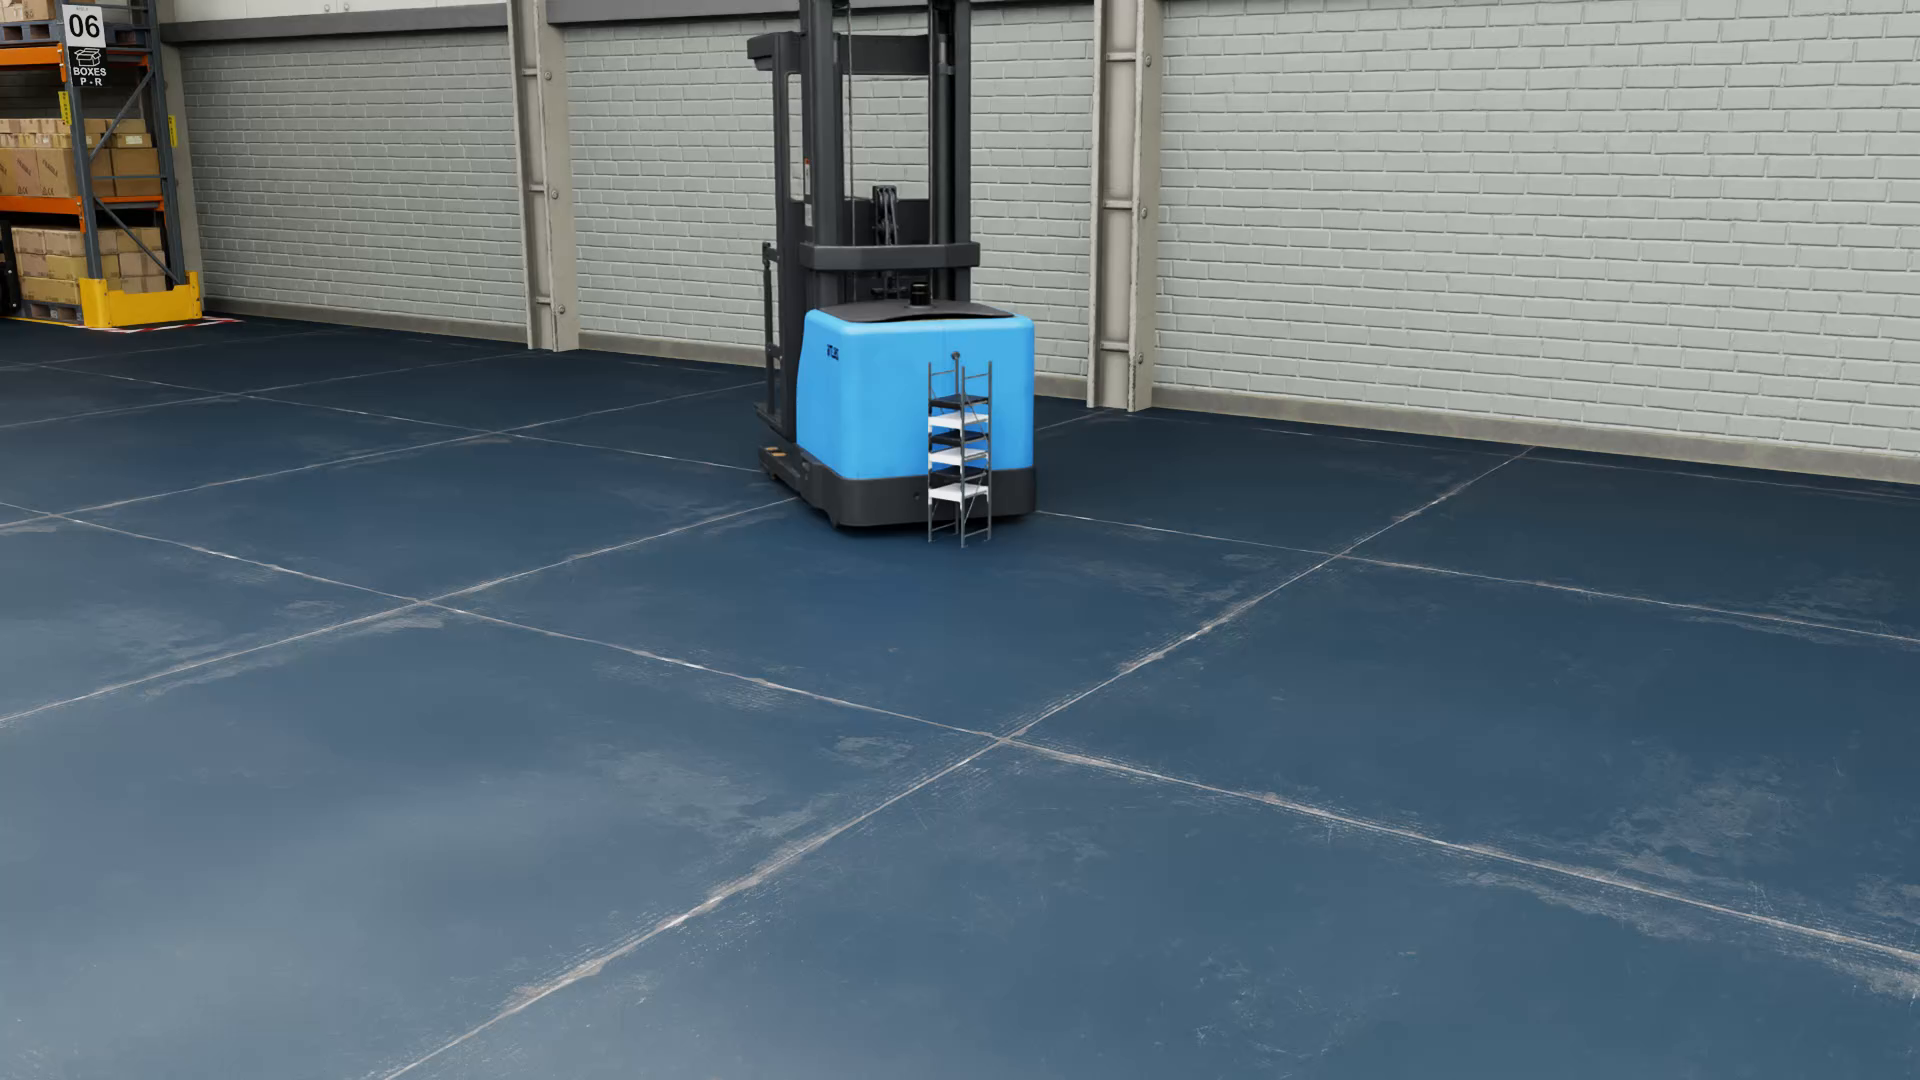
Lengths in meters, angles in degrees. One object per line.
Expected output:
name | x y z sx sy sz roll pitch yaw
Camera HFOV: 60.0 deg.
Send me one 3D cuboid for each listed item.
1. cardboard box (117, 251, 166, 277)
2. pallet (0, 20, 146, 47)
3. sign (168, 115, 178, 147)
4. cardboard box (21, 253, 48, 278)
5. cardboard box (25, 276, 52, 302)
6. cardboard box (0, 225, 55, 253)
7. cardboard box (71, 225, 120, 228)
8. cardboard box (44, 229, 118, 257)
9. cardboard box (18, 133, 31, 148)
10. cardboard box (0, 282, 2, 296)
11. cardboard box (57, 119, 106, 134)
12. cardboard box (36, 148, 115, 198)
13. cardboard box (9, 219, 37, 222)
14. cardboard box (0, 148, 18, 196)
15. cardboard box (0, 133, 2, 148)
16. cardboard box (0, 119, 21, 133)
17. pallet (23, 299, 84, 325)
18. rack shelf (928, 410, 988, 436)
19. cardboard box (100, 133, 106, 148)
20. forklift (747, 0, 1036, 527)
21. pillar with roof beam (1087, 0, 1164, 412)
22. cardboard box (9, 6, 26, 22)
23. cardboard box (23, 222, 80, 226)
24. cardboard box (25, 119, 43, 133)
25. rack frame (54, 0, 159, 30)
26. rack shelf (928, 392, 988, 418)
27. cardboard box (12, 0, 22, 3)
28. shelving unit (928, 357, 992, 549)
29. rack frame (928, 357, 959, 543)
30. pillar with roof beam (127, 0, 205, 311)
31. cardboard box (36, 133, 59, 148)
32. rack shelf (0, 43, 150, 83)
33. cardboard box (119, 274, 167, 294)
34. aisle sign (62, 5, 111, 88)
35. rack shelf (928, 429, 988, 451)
cardboard box | -8.973 -2.997 17.996 0.500 0.250 0.500 10 17 34
pallet | -9.271 -5.294 17.409 1.213 0.211 1.003 9 17 33
sign | -8.384 -4.349 17.685 0.005 0.325 0.100 9 17 33
cardboard box | -9.687 -2.965 17.867 0.500 0.250 0.500 9 17 32
cardboard box | -9.672 -2.719 17.912 0.500 0.250 0.500 9 17 33
cardboard box | -10.106 -3.268 18.050 0.500 0.250 0.500 9 17 34
cardboard box | -9.408 -3.304 18.195 0.500 0.250 0.500 9 17 33
cardboard box | -9.254 -3.135 17.513 0.500 0.250 0.500 10 17 35
cardboard box | -9.751 -4.246 17.675 0.250 0.149 0.380 9 17 32
cardboard box | -10.525 -2.853 18.453 0.500 0.250 0.500 10 17 35
cardboard box | -9.113 -4.295 17.253 0.250 0.149 0.380 9 17 33
cardboard box | -9.253 -3.843 17.398 0.500 0.500 0.500 9 16 32
cardboard box | -11.072 -3.580 19.308 0.500 0.250 0.500 9 16 32
cardboard box | -10.104 -3.983 17.964 0.500 0.500 0.500 9 16 32
cardboard box | -10.220 -4.302 17.902 0.250 0.149 0.380 9 17 33
cardboard box | -10.011 -4.412 17.728 0.250 0.149 0.380 10 17 34
pallet | -9.356 -2.522 18.070 1.213 0.211 1.003 9 17 33
rack shelf | 0.000 -0.571 8.148 0.200 0.077 0.258 10 17 36
cardboard box | -9.075 -4.262 17.740 0.250 0.149 0.380 9 17 33
forklift | -0.563 -1.797 9.482 1.130 2.935 3.031 -5 15 -18
pillar with roof beam | -1.218 -4.498 7.768 0.400 9.000 9.100 9 17 33
cardboard box | -9.555 -5.418 17.166 0.250 0.149 0.380 9 16 31
cardboard box | -10.238 -3.443 18.758 0.500 0.250 0.500 9 16 32
cardboard box | -9.567 -4.351 17.482 0.250 0.149 0.380 10 17 34
rack frame | -8.698 -6.693 16.634 0.127 3.000 1.000 9 17 33
rack shelf | 0.000 -0.659 8.126 0.200 0.077 0.258 10 17 36
cardboard box | -9.996 -5.706 17.599 0.500 0.500 0.700 9 17 33
shelving unit | 0.000 -0.429 8.183 0.210 0.900 0.258 10 17 36
rack frame | -0.081 -0.444 8.243 0.006 0.900 0.240 10 17 36
pillar with roof beam | -11.176 -6.108 14.269 0.400 9.000 9.100 9 17 33
cardboard box | -9.371 -4.163 17.341 0.250 0.149 0.380 9 17 34
rack shelf | -10.358 -5.156 18.164 4.000 0.370 1.077 9 17 33
cardboard box | -8.997 -2.755 18.058 0.500 0.250 0.500 9 17 33
aisle sign | -8.808 -4.976 16.770 0.004 0.787 0.394 9 17 33
rack shelf | 0.000 -0.484 8.169 0.200 0.077 0.258 10 17 36
